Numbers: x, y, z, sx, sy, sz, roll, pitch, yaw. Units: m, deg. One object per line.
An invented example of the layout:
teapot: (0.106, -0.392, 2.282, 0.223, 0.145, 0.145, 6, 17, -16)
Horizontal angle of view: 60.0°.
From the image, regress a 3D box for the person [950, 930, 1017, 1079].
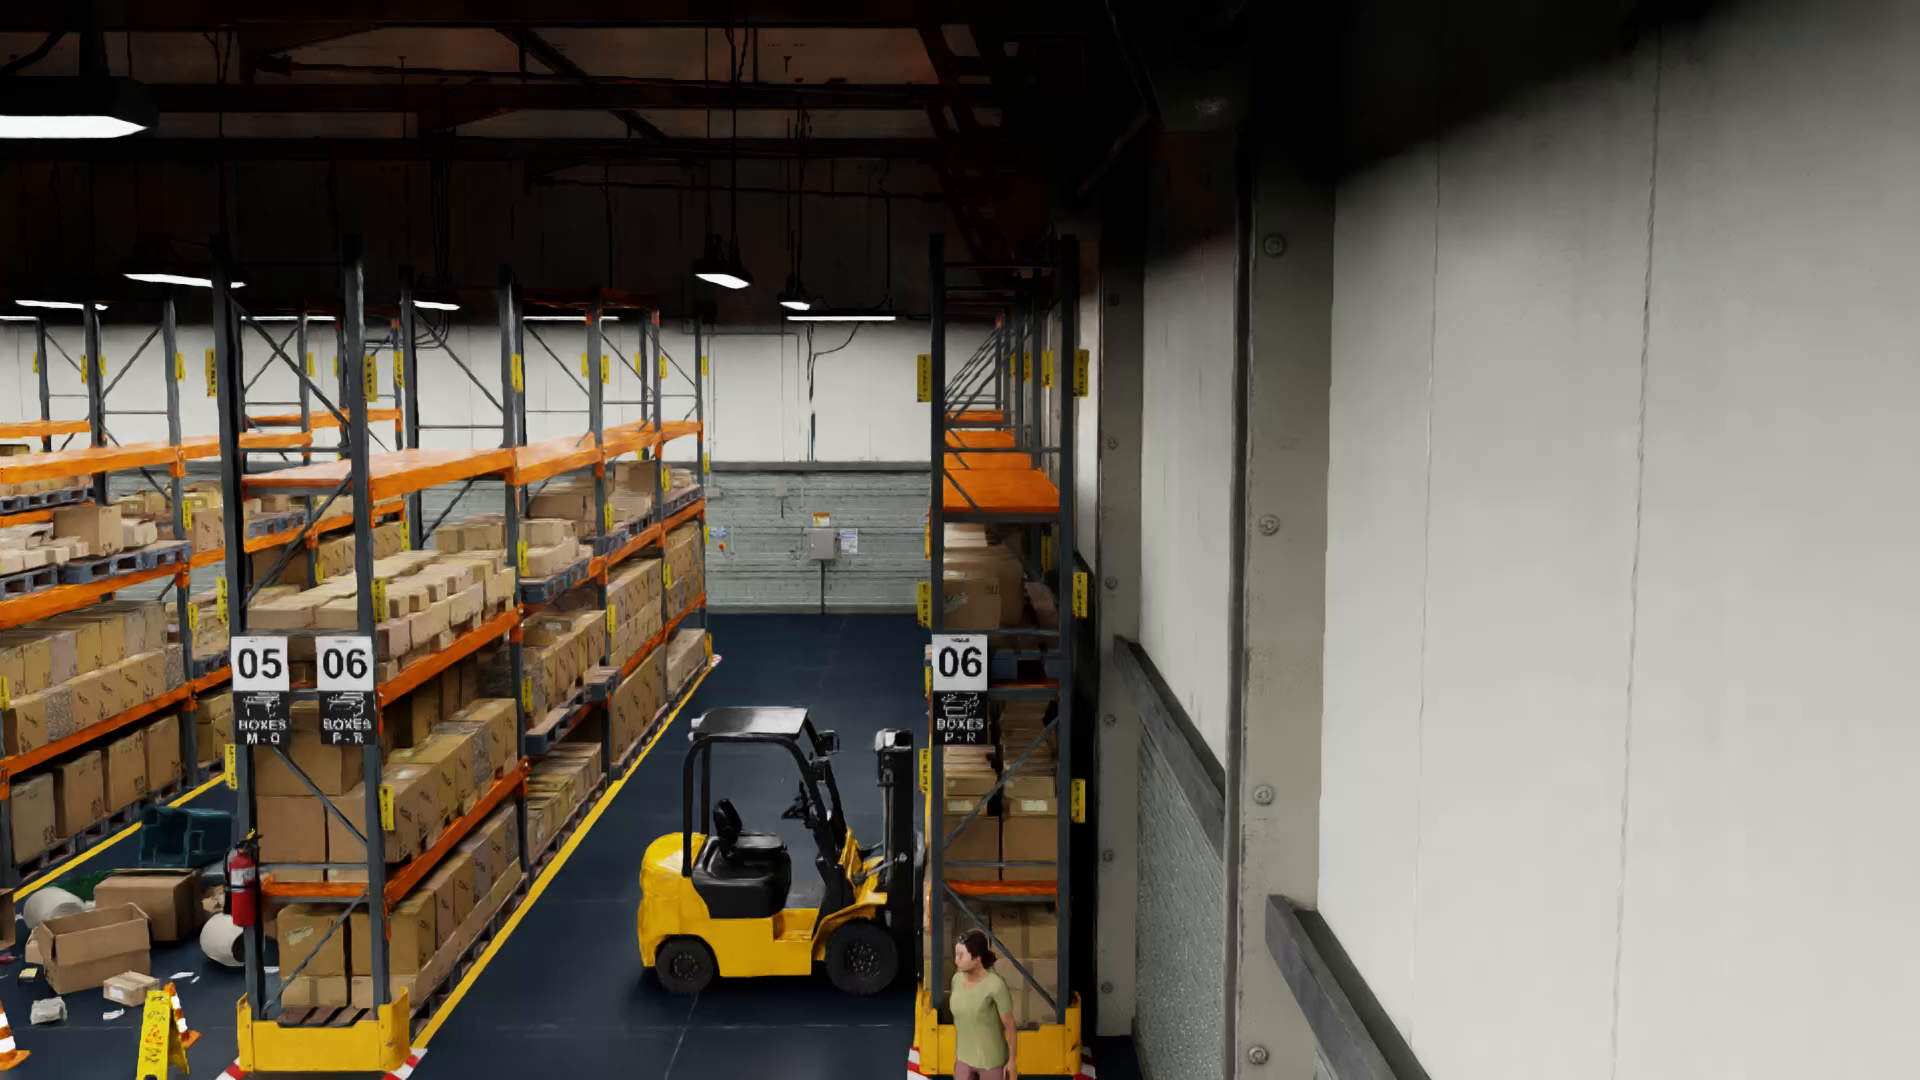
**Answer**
person: (0.191, 3.210, 10.339, 0.510, 1.657, 0.552, 5, 8, 35)
